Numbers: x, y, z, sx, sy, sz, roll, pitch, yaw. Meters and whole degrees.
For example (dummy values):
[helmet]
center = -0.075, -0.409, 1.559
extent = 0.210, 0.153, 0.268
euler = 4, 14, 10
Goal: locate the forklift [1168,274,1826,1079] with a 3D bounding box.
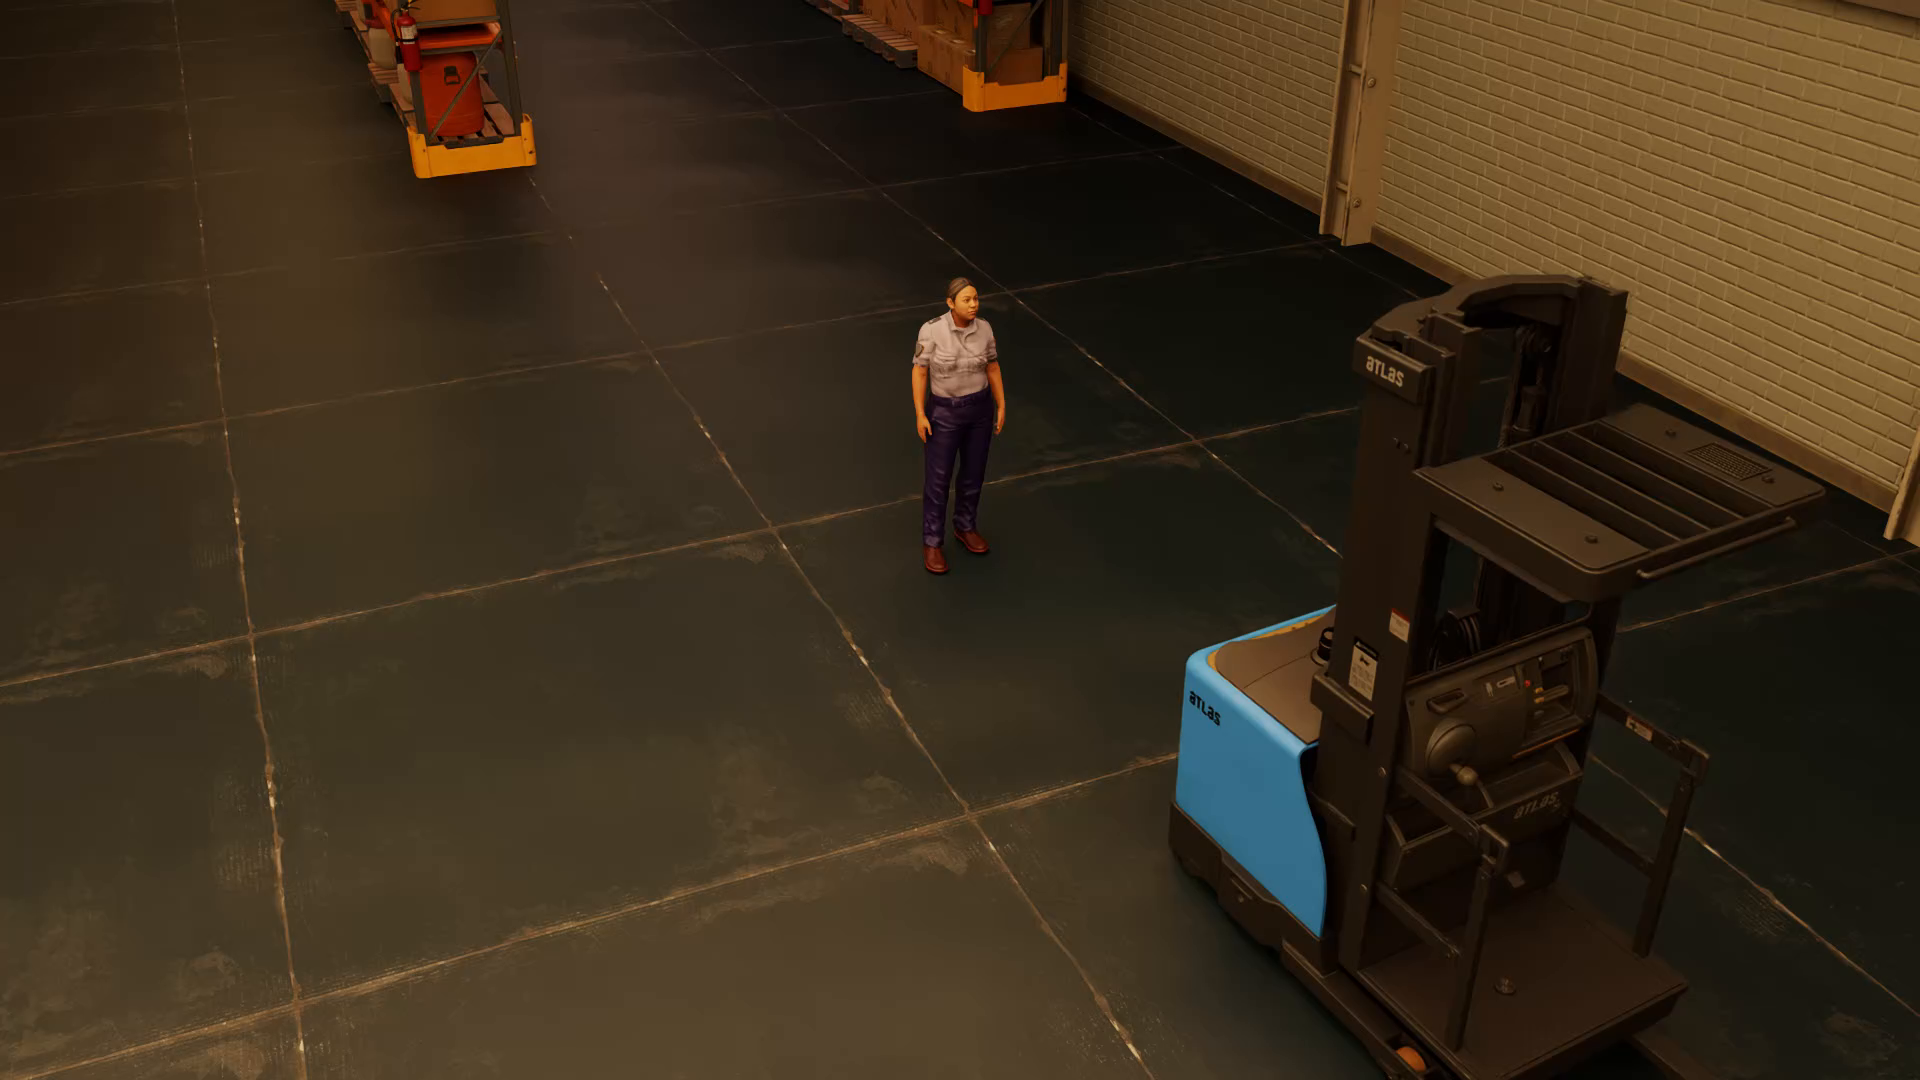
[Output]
[forklift]
center = 2.104, 0.664, 5.959
extent = 1.130, 2.935, 3.031
euler = -16, 33, -25

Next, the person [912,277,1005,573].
[person]
center = 0.015, -0.676, 9.580
extent = 0.598, 1.651, 0.502
euler = -12, 32, -20
